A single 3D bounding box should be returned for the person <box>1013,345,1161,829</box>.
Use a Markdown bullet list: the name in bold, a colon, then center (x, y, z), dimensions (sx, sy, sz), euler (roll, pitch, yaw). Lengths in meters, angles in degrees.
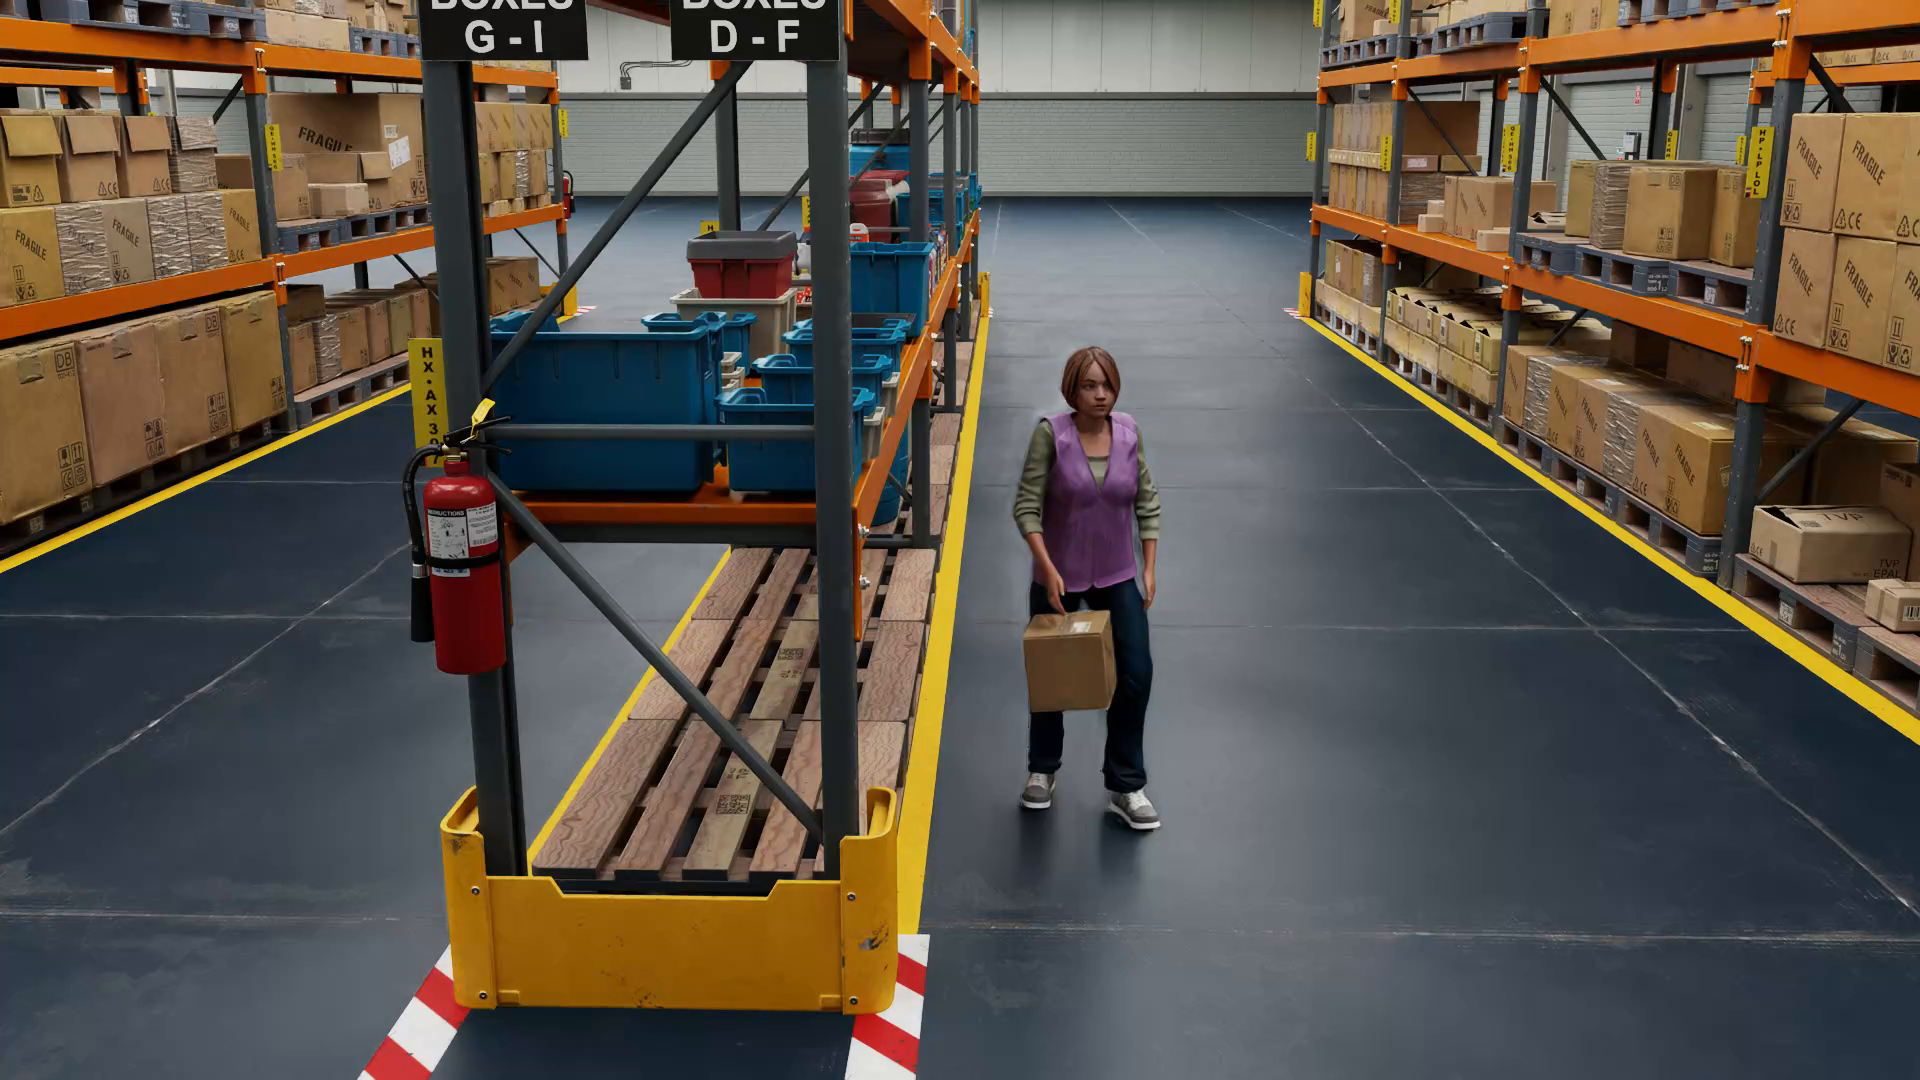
- **person**: center (0.419, 0.150, 5.455), dimensions (0.509, 1.586, 0.535), euler (-2, 14, -10)
